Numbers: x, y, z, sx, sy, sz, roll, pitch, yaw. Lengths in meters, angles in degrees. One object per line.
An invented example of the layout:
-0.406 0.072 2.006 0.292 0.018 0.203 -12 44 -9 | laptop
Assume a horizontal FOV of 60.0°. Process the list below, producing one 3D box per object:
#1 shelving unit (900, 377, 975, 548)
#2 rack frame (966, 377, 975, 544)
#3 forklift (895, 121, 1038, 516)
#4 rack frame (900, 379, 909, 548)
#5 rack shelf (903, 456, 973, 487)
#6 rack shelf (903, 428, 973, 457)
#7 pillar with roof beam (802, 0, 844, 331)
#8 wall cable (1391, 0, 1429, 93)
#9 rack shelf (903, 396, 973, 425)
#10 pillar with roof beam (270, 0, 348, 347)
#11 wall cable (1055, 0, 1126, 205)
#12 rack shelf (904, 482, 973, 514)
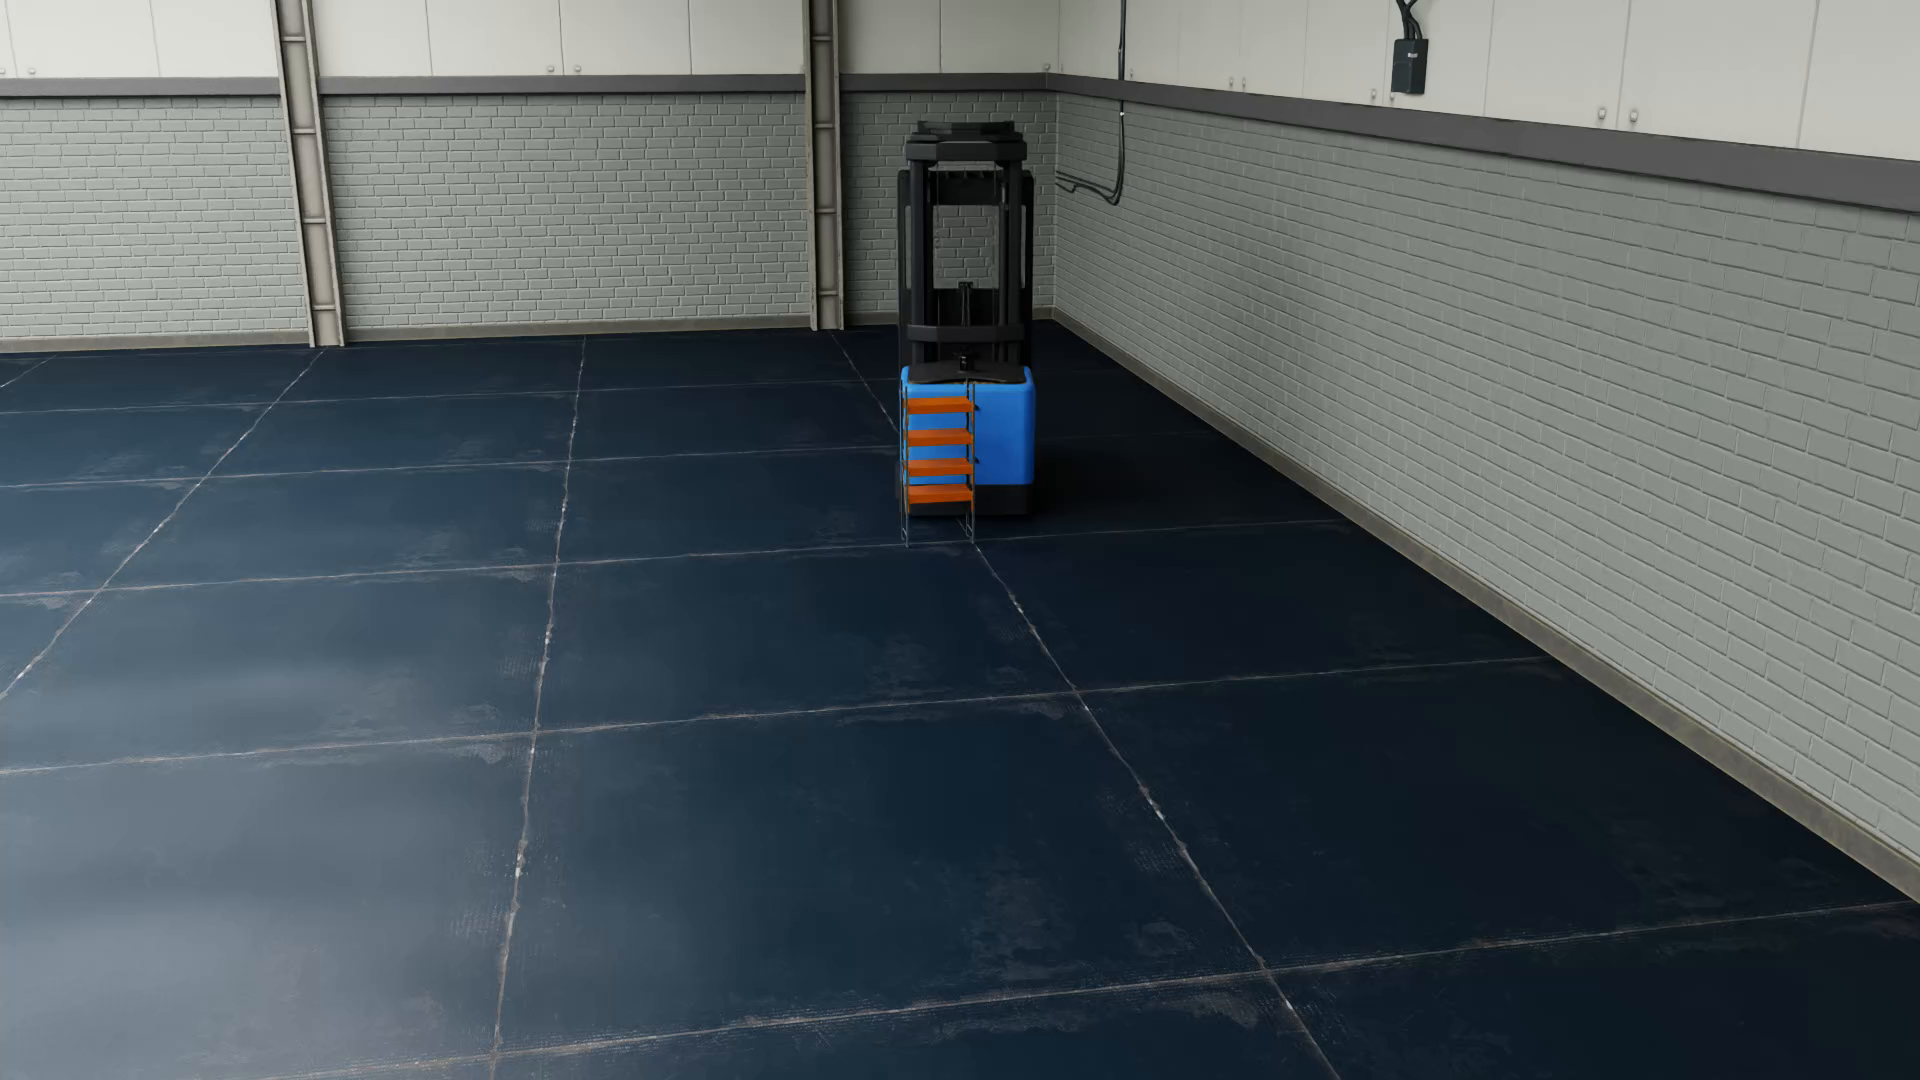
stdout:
-0.163 -0.564 12.106 0.503 1.200 0.258 -3 17 -10 | shelving unit
0.077 -0.578 12.150 0.015 1.200 0.240 -3 17 -10 | rack frame
0.040 -1.963 13.711 1.130 2.935 3.031 0 17 -1 | forklift
-0.402 -0.551 12.061 0.015 1.200 0.240 -3 17 -10 | rack frame
-0.163 -0.500 12.125 0.480 0.148 0.258 -3 17 -10 | rack shelf
-0.163 -0.714 12.060 0.480 0.148 0.258 -3 17 -10 | rack shelf
-0.863 -5.745 15.691 0.400 9.000 9.100 -3 17 -10 | pillar with roof beam
3.249 -5.657 9.612 0.169 6.003 2.305 -3 17 -10 | wall cable
-0.163 -0.940 11.990 0.480 0.148 0.258 -3 17 -10 | rack shelf
-6.754 -5.411 14.603 0.400 9.000 9.100 -3 17 -10 | pillar with roof beam
1.464 -5.285 19.481 0.112 2.526 3.097 -3 17 -10 | wall cable
-0.163 -0.310 12.184 0.480 0.148 0.258 -3 17 -10 | rack shelf
